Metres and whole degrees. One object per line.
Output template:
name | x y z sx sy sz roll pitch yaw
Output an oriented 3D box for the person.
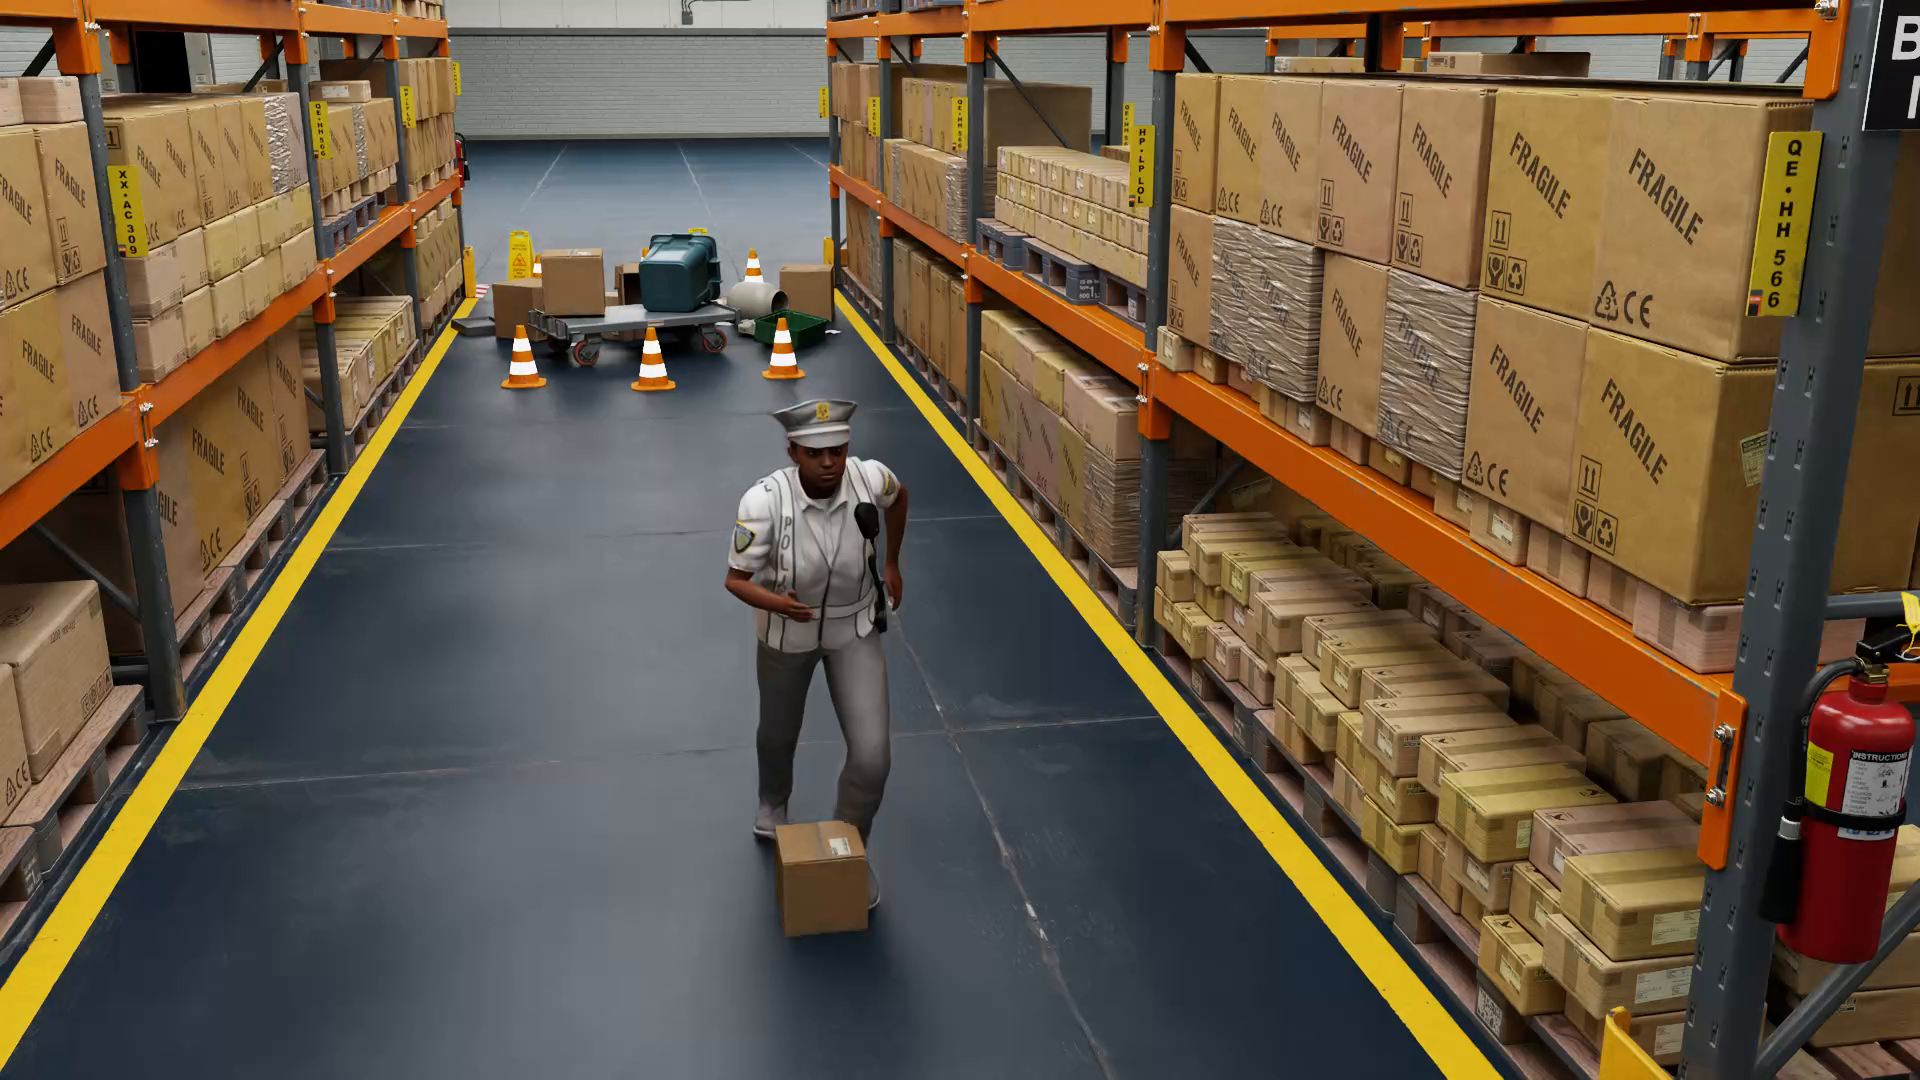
person | -0.424 0.305 5.094 0.570 1.615 0.923 -2 17 -7
